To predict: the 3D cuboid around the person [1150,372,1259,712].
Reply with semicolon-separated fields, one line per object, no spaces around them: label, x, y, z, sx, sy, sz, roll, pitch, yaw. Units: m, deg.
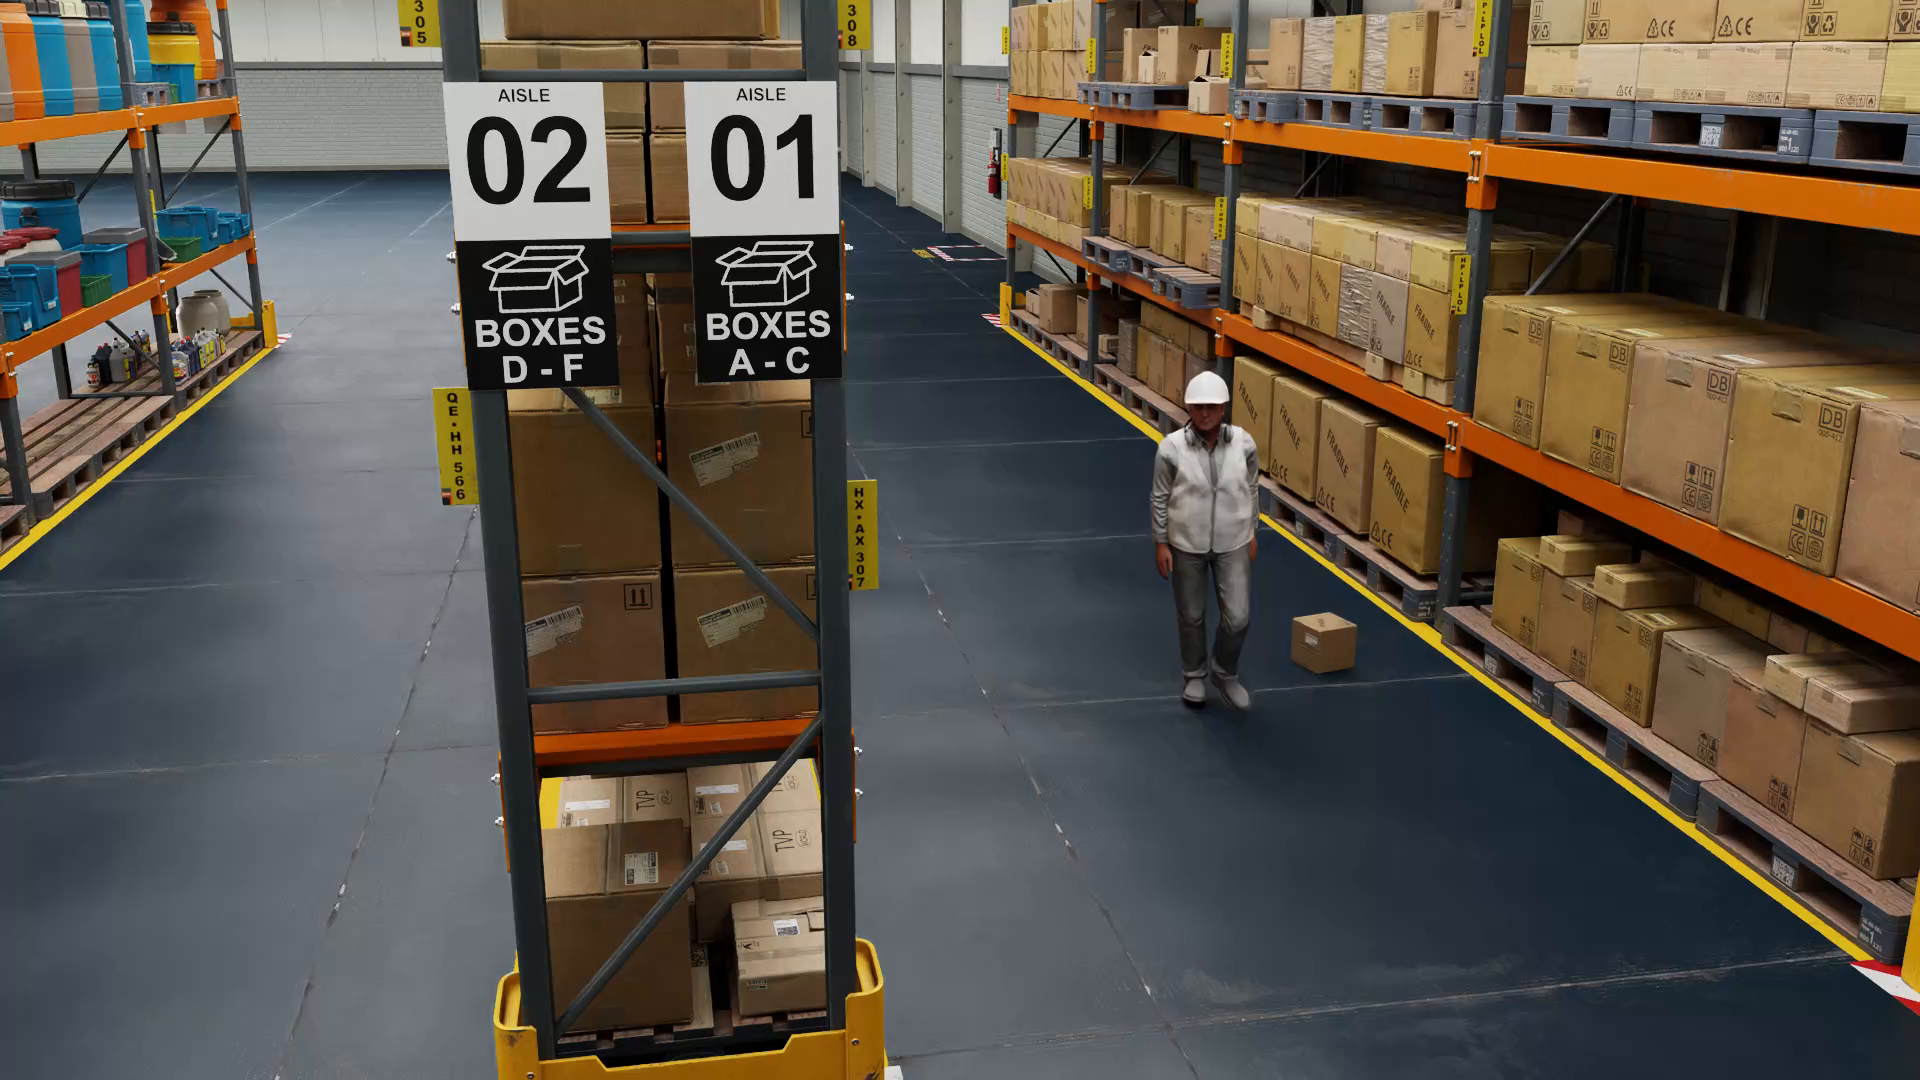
person;1.236;0.002;8.415;0.564;1.756;0.535;1;16;3
